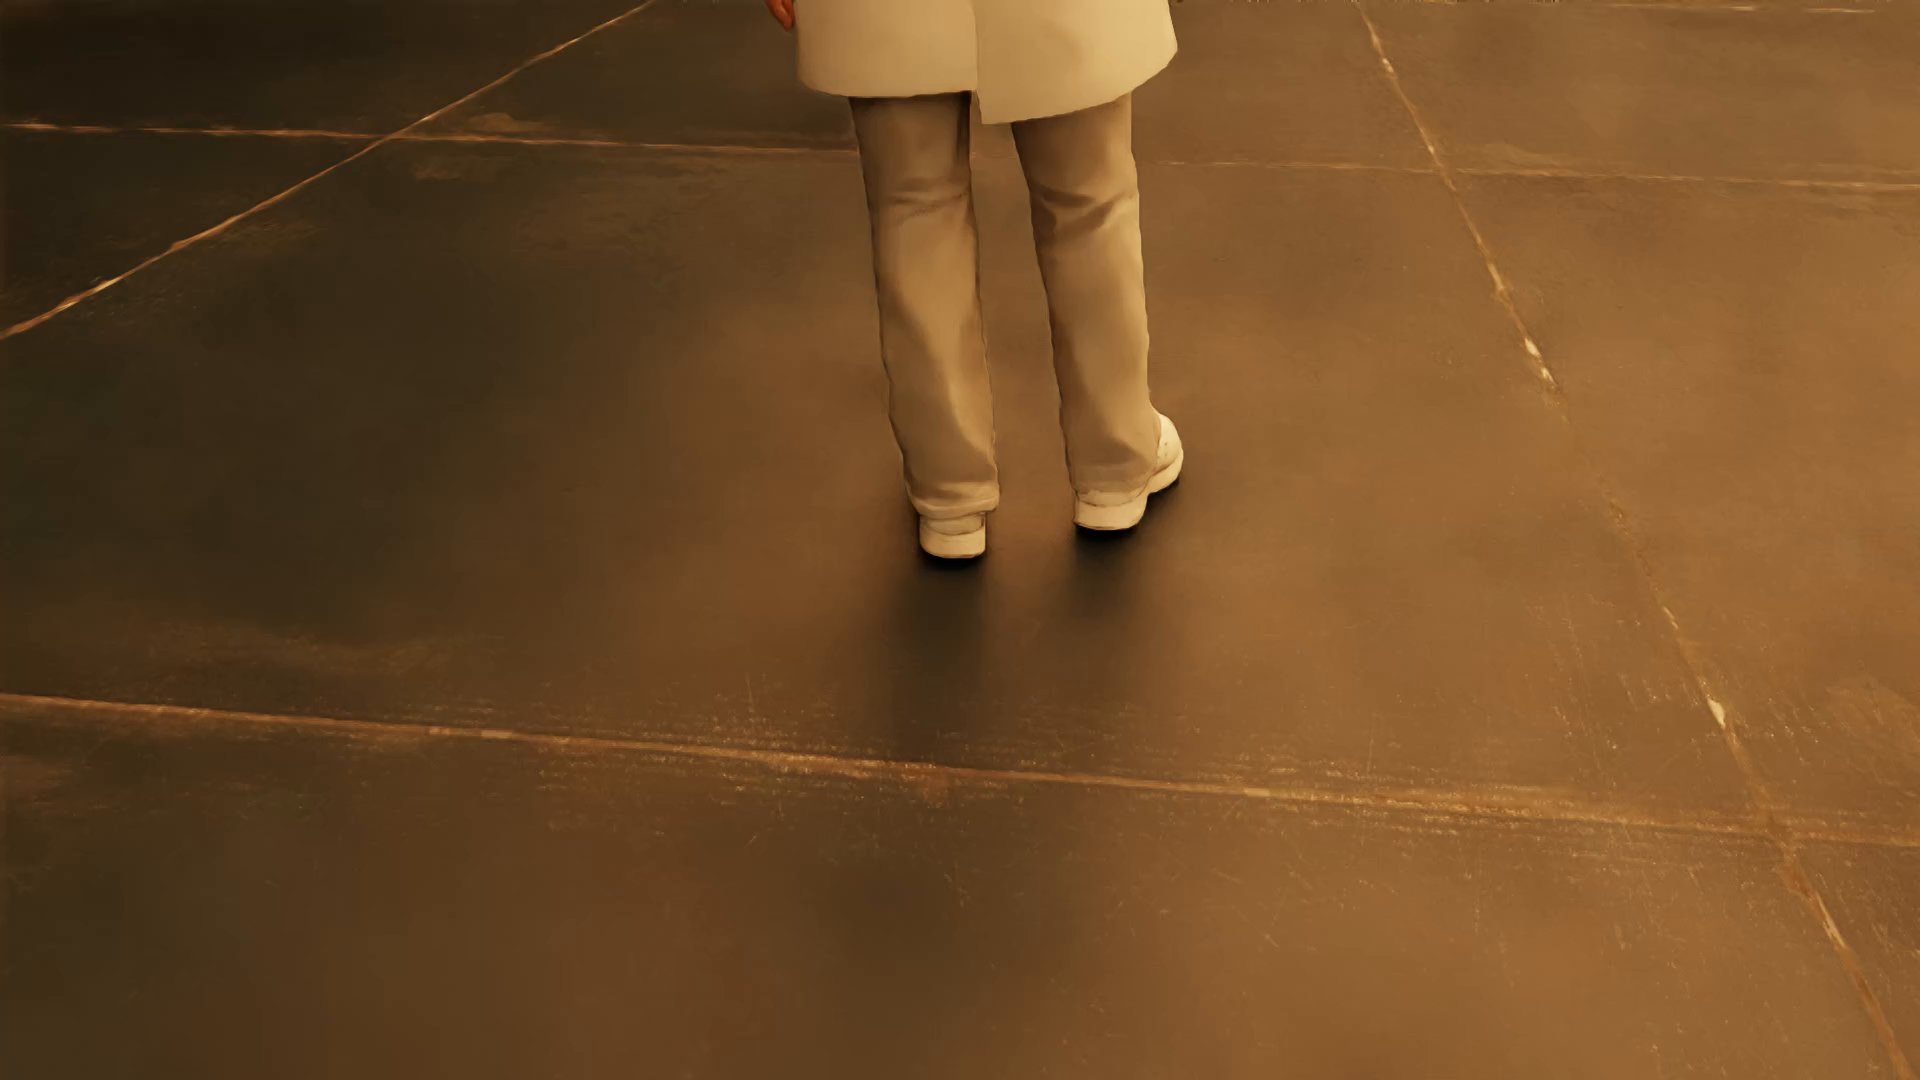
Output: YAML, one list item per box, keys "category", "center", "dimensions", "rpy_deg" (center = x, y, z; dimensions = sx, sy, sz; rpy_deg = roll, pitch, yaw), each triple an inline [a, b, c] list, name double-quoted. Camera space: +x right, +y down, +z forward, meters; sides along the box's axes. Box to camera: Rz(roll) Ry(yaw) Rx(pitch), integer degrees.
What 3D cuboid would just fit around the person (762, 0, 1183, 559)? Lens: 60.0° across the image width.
- category: "person"
  center: [0.017, -0.842, 2.180]
  dimensions: [0.694, 1.776, 0.579]
  rpy_deg: [3, 27, 7]
